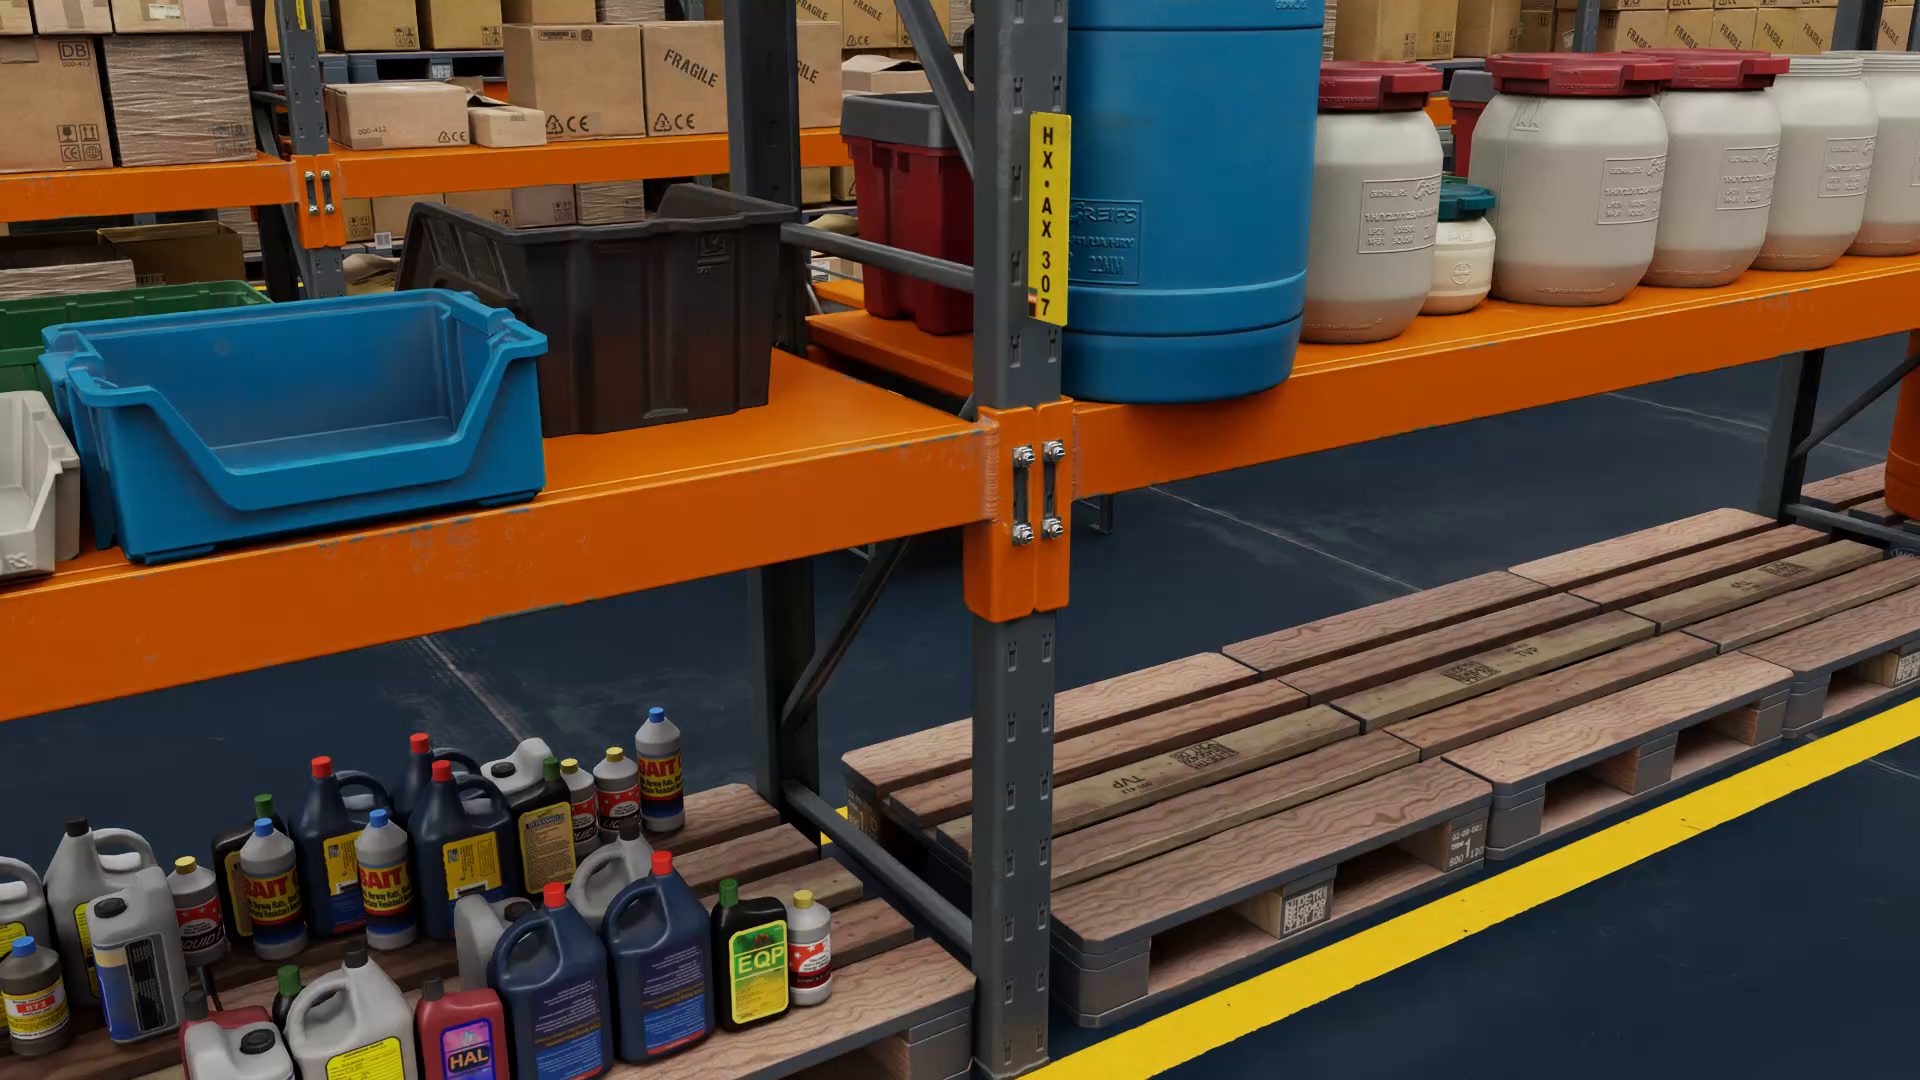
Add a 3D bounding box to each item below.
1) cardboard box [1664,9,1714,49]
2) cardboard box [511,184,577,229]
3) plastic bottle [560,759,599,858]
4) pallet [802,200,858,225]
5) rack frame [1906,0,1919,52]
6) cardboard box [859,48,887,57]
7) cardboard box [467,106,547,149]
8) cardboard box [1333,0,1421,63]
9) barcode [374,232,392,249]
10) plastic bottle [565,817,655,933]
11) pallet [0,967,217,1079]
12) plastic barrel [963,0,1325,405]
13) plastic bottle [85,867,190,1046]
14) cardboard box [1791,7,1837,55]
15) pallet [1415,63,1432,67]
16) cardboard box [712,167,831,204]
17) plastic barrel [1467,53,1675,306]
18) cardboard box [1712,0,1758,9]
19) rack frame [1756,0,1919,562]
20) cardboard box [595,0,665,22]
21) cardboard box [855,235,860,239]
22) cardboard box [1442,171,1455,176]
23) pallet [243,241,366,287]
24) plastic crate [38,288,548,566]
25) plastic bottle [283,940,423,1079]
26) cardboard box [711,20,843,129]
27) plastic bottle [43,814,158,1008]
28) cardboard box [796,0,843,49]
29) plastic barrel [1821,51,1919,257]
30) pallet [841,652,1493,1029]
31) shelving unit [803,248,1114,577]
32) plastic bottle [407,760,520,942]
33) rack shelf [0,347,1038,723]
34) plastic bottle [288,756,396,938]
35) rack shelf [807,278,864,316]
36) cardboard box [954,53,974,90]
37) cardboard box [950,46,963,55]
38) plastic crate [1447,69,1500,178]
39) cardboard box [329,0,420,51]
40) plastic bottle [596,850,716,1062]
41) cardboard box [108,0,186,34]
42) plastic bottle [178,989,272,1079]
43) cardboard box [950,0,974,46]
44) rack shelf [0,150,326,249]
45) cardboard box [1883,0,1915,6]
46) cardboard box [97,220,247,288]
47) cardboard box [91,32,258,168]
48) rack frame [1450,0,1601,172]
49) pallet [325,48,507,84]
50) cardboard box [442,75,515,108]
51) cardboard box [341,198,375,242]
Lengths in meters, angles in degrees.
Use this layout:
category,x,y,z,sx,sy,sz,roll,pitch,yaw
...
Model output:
category,x,y,z,sx,sy,sz,roll,pitch,yaw
cardboard box,4.809,-3.414,11.504,0.500,0.500,0.500,-11,22,-30
cardboard box,-3.328,-2.703,12.771,0.500,0.500,0.700,-12,22,-31
plastic bottle,-0.830,0.568,3.564,0.097,0.201,0.097,0,19,0
pallet,-1.561,-2.676,13.832,1.213,0.211,1.003,-12,22,-31
rack frame,7.148,-3.964,13.285,0.127,3.000,1.000,-12,22,-31
cardboard box,-0.800,-3.999,13.752,0.250,0.149,0.380,-12,22,-31
cardboard box,-2.022,-1.832,7.373,0.250,0.149,0.380,-12,22,-31
cardboard box,2.366,-3.178,10.148,0.700,0.500,0.500,16,24,39
barcode,-2.432,-1.262,7.012,0.075,0.075,0.001,-12,22,-31
plastic bottle,-0.612,0.674,3.016,0.185,0.351,0.144,-12,22,-31
pallet,-1.757,1.120,2.602,1.213,0.211,1.003,-12,22,-31
plastic barrel,0.336,-0.749,2.993,0.708,0.901,0.600,-12,22,-31
plastic bottle,-1.466,0.732,2.961,0.135,0.276,0.152,-12,22,-31
cardboard box,6.072,-3.680,12.292,0.500,0.500,0.500,-12,22,-31
pallet,2.088,-2.807,10.165,1.213,0.211,1.003,-12,22,-31
cardboard box,-1.575,-3.154,13.591,0.750,0.750,0.750,-12,22,-32
plastic barrel,1.379,-0.828,3.797,0.433,0.535,0.433,0,19,0
cardboard box,5.216,-3.969,11.584,0.500,0.500,0.500,-13,22,-33
rack frame,3.188,-1.229,5.196,0.127,3.000,1.000,-12,22,-31
cardboard box,-2.648,-4.049,12.695,0.500,0.500,0.700,-15,24,-38
cardboard box,-0.266,-1.465,8.656,0.500,0.311,0.500,-12,22,-32
cardboard box,3.269,-2.263,11.472,0.500,0.500,0.500,-13,23,-34
pallet,-4.952,-1.991,11.804,1.213,0.211,1.003,-12,22,-31
plastic crate,-0.928,-0.186,2.344,0.616,0.251,0.499,-12,22,-31
plastic bottle,-0.963,0.803,2.634,0.185,0.351,0.144,-12,22,-32
cardboard box,-0.926,-2.302,8.214,0.500,0.500,0.500,-13,23,-34
plastic bottle,-1.568,0.662,3.054,0.185,0.351,0.144,-12,22,-32
cardboard box,-1.272,-4.183,13.283,0.500,0.500,0.500,-11,22,-30
plastic barrel,2.446,-1.043,4.473,0.421,0.512,0.421,0,19,0
pallet,0.481,0.648,3.998,1.213,0.211,1.003,-12,22,-31
shelving unit,0.006,-0.534,6.068,1.048,1.125,0.538,-12,22,-31
plastic bottle,-0.976,0.592,3.259,0.185,0.351,0.144,-12,22,-31
rack shelf,-1.824,0.169,2.185,4.000,0.370,1.077,-12,22,-31
plastic bottle,-1.213,0.587,3.275,0.185,0.351,0.144,-13,23,-34
rack shelf,0.006,-0.811,5.974,1.000,0.278,0.538,-12,22,-31
cardboard box,0.139,-2.460,8.976,0.500,0.311,0.500,-10,21,-28
cardboard box,-0.132,-4.126,14.128,0.250,0.149,0.380,-13,22,-33
plastic crate,1.670,-1.056,4.586,0.583,0.464,0.402,-12,22,-31
cardboard box,-4.155,-3.731,11.755,0.500,0.500,0.700,-9,21,-24
plastic bottle,-0.533,0.713,2.902,0.185,0.351,0.144,-13,22,-33
cardboard box,-3.191,-2.056,6.475,0.250,0.149,0.380,-12,22,-33
plastic bottle,-1.159,0.835,2.647,0.133,0.283,0.061,-12,22,-31
cardboard box,-0.012,-4.454,14.083,0.500,0.500,0.500,-12,22,-31
rack shelf,-4.545,-1.157,6.106,4.000,0.370,1.077,-12,22,-31
cardboard box,6.927,-4.333,12.659,0.500,0.500,0.500,-12,22,-32
cardboard box,-3.434,-1.103,7.292,0.500,0.500,0.500,-12,22,-31
cardboard box,-3.241,-1.817,6.781,0.500,0.500,0.700,-13,22,-33
rack frame,3.807,-3.259,11.201,0.127,3.000,1.000,-12,22,-31
pallet,-3.892,-3.428,12.001,1.213,0.211,1.003,-12,22,-31
cardboard box,-2.241,-1.990,7.658,0.258,0.266,0.396,-13,22,-33
cardboard box,-4.592,-2.437,11.986,0.500,0.500,0.700,-12,22,-32
